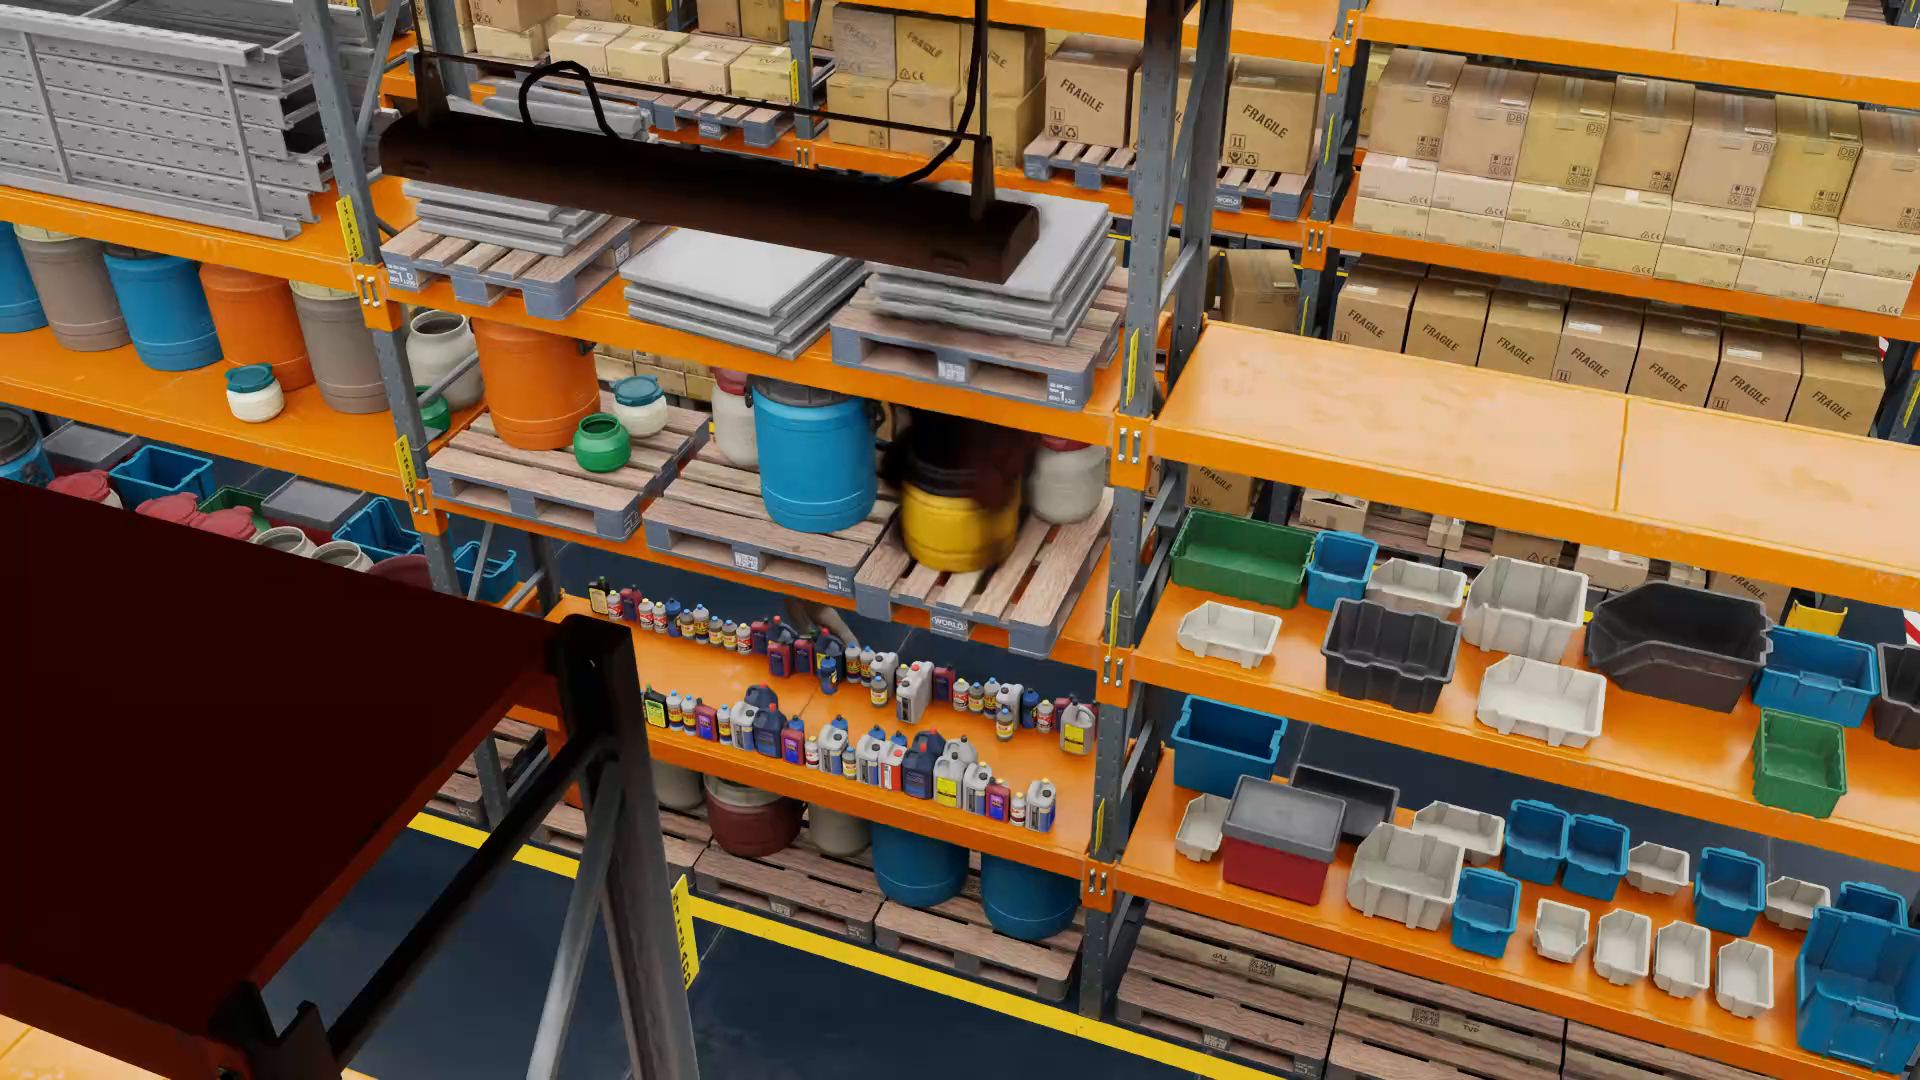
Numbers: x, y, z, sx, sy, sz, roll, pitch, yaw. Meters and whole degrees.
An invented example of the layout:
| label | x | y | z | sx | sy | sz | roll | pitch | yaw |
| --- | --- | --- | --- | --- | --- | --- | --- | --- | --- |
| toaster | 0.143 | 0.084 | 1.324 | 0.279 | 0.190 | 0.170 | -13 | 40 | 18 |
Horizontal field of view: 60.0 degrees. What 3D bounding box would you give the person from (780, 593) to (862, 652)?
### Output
| label | x | y | z | sx | sy | sz | roll | pitch | yaw |
| --- | --- | --- | --- | --- | --- | --- | --- | --- | --- |
| person | -1.080 | 0.195 | 11.714 | 0.780 | 1.801 | 0.638 | 7 | 37 | 9 |
